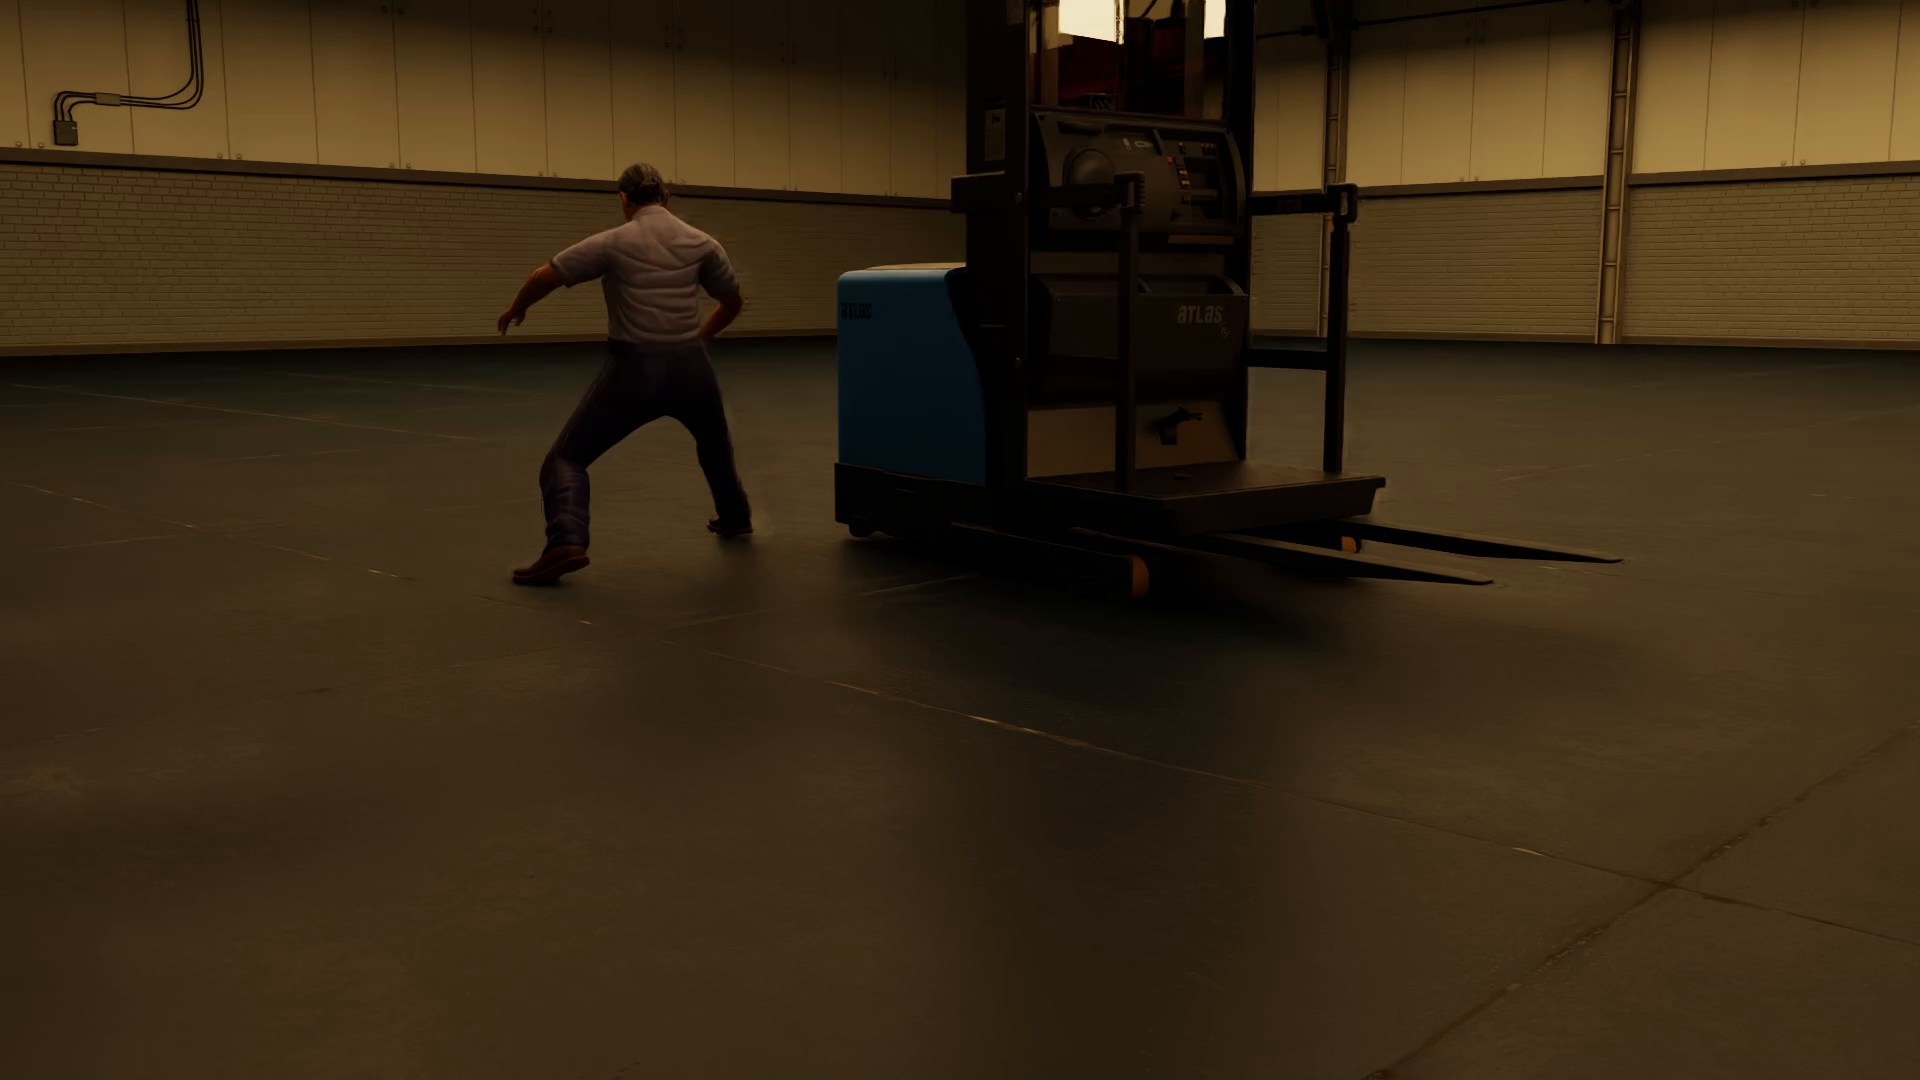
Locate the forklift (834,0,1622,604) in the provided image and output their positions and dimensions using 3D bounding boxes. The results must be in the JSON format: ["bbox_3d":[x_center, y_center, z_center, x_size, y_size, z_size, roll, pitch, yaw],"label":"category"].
[{"bbox_3d":[0.770,-1.325,5.674,1.130,2.935,3.031,-6,11,-36],"label":"forklift"}]

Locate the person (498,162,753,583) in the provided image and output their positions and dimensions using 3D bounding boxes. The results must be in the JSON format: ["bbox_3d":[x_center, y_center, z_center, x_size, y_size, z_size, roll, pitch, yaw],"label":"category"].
[{"bbox_3d":[-1.209,-0.648,6.184,1.107,1.477,0.967,-5,10,-29],"label":"person"}]
